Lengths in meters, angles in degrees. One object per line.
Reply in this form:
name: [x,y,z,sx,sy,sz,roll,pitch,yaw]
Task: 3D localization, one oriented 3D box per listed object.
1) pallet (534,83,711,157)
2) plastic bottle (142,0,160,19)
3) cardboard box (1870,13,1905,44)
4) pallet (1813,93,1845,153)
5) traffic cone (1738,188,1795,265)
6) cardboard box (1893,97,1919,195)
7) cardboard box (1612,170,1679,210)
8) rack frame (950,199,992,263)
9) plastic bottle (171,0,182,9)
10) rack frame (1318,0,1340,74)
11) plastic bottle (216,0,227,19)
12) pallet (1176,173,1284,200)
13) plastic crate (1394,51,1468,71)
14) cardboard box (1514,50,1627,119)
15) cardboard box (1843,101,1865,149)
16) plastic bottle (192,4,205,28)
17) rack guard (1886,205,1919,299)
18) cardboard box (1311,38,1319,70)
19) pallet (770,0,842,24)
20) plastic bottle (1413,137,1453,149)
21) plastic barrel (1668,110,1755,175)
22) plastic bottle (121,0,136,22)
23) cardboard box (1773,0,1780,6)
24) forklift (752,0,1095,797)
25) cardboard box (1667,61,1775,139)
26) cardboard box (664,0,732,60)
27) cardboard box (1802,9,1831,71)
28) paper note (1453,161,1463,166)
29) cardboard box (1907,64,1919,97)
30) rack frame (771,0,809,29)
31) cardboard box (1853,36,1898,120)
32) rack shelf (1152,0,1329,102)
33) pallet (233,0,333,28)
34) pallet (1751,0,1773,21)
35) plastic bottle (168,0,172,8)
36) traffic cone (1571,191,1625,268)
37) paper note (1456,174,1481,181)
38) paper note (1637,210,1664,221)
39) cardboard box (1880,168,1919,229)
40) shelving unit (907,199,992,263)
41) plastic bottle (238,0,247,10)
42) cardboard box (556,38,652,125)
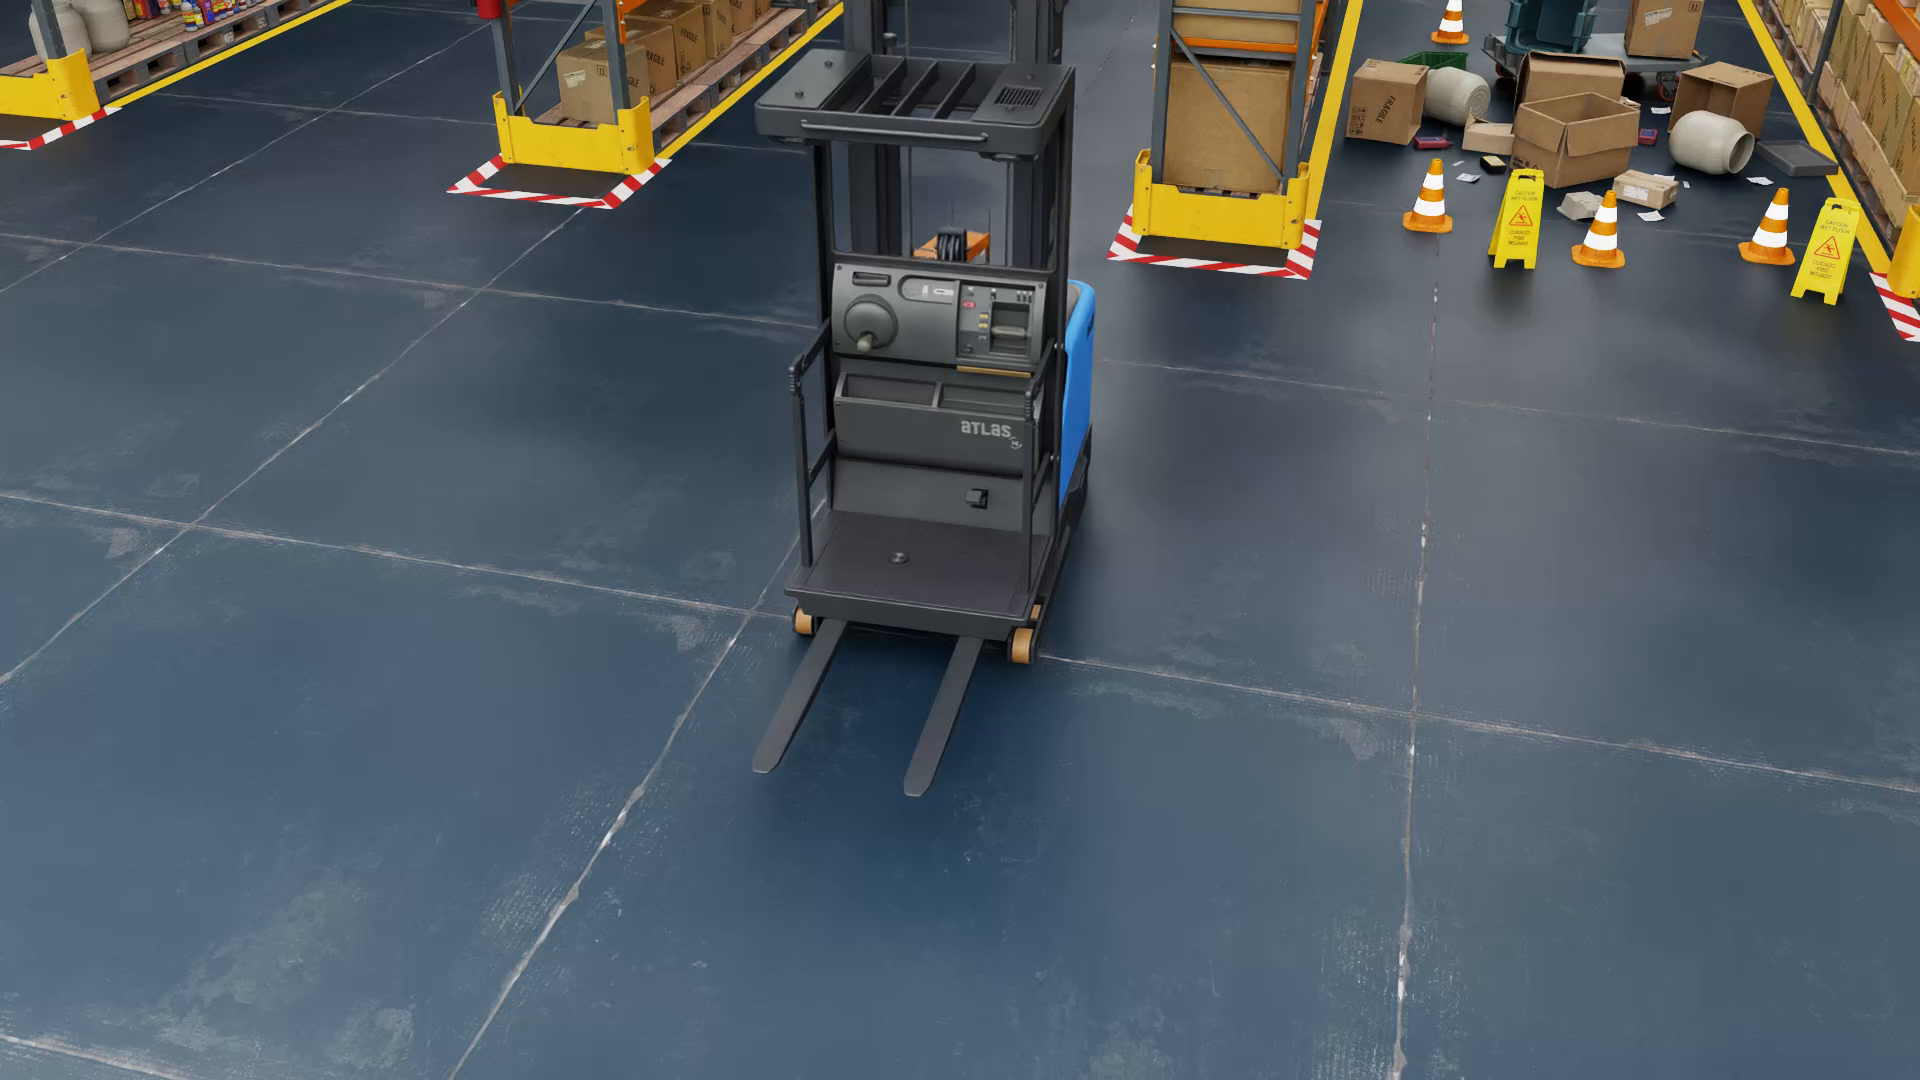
pallet: [-2.709,-3.435,13.456,1.003,0.211,1.213,8,33,12]
plastic bottle: [-7.523,-4.995,15.432,0.061,0.283,0.133,8,33,12]
cardboard box: [6.938,-3.756,12.230,0.380,0.149,0.250,10,34,15]
pallet: [7.496,-3.352,13.325,1.003,0.211,1.213,8,33,12]
traffic cone: [5.479,-2.134,11.176,0.336,0.463,0.334,8,33,12]
cardboard box: [6.568,-2.591,11.002,0.500,0.500,0.500,8,33,13]
cardboard box: [4.996,-2.558,12.135,0.380,0.149,0.250,28,42,36]
rack frame: [0.055,-1.279,9.143,0.240,1.200,0.015,15,35,22]
plastic bottle: [-7.425,-5.139,15.736,0.097,0.201,0.097,0,32,0]
rack frame: [2.819,-5.503,14.111,1.000,3.000,0.127,8,33,12]
plastic bottle: [-6.885,-4.992,15.440,0.097,0.271,0.097,0,32,0]
pallet: [1.931,-2.676,12.263,1.003,0.211,1.213,8,33,12]
plastic crate: [4.042,-4.072,14.427,0.662,0.188,0.450,-28,32,-37]
cardboard box: [4.844,-3.552,13.242,0.797,0.637,0.503,8,33,12]
cardboard box: [6.965,-3.075,12.463,0.500,0.250,0.500,8,33,12]
plastic bottle: [-6.971,-4.787,15.182,0.097,0.201,0.097,0,32,0]
rack guard: [6.637,-1.791,10.601,1.175,0.500,0.348,8,33,12]
cardboard box: [2.592,-4.467,14.070,0.875,0.875,0.875,9,33,13]
pallet: [-1.757,-5.458,16.639,1.003,0.211,1.213,8,33,12]
plastic bottle: [3.739,-3.135,13.125,0.283,0.061,0.133,-3,33,-4]
plastic barrel: [5.677,-2.997,12.569,0.421,0.421,0.512,-21,38,-29]
plastic bottle: [-7.705,-4.945,15.354,0.061,0.283,0.133,9,33,14]
cardboard box: [8.315,-5.350,15.927,0.950,0.372,0.625,7,33,11]
forklift: [-0.140,-0.907,6.945,1.130,2.935,3.031,7,33,11]
cardboard box: [6.044,-3.457,13.220,0.500,0.500,0.500,-21,38,-29]
cardboard box: [-2.313,-4.520,14.503,0.500,0.500,0.500,5,33,8]
cardboard box: [7.763,-4.223,14.154,0.950,0.372,0.625,8,33,13]
paper note: [3.838,-2.901,12.804,0.032,0.001,0.123,28,42,36]
cardboard box: [6.597,-3.064,11.142,0.380,0.149,0.250,9,34,14]
rack frame: [-1.953,-6.231,15.255,1.000,3.000,0.127,8,33,12]
cardboard box: [6.964,-3.397,12.271,0.500,0.500,0.500,10,34,15]
rack shelf: [2.311,-4.162,12.671,1.077,0.370,4.000,8,33,12]
pallet: [-6.955,-5.386,16.525,1.003,0.211,1.213,8,33,12]
pallet: [8.448,-5.375,16.509,1.003,0.211,1.213,8,33,12]
plastic bottle: [-7.553,-5.196,15.686,0.144,0.351,0.185,9,34,14]
traffic cone: [4.319,-2.109,11.136,0.336,0.463,0.334,8,33,12]
paper note: [3.833,-2.735,12.525,0.144,0.017,0.142,20,38,29]
paper note: [4.932,-2.315,11.862,0.148,0.019,0.142,-3,33,-4]
cardboard box: [6.568,-2.291,11.230,0.500,0.250,0.500,8,33,12]
shelving unit: [-0.054,-1.163,8.958,0.258,1.200,0.503,15,35,22]
plastic bottle: [-6.808,-5.121,15.707,0.097,0.201,0.097,0,32,0]
cardboard box: [-2.794,-3.599,13.054,0.500,0.500,0.500,14,35,21]
